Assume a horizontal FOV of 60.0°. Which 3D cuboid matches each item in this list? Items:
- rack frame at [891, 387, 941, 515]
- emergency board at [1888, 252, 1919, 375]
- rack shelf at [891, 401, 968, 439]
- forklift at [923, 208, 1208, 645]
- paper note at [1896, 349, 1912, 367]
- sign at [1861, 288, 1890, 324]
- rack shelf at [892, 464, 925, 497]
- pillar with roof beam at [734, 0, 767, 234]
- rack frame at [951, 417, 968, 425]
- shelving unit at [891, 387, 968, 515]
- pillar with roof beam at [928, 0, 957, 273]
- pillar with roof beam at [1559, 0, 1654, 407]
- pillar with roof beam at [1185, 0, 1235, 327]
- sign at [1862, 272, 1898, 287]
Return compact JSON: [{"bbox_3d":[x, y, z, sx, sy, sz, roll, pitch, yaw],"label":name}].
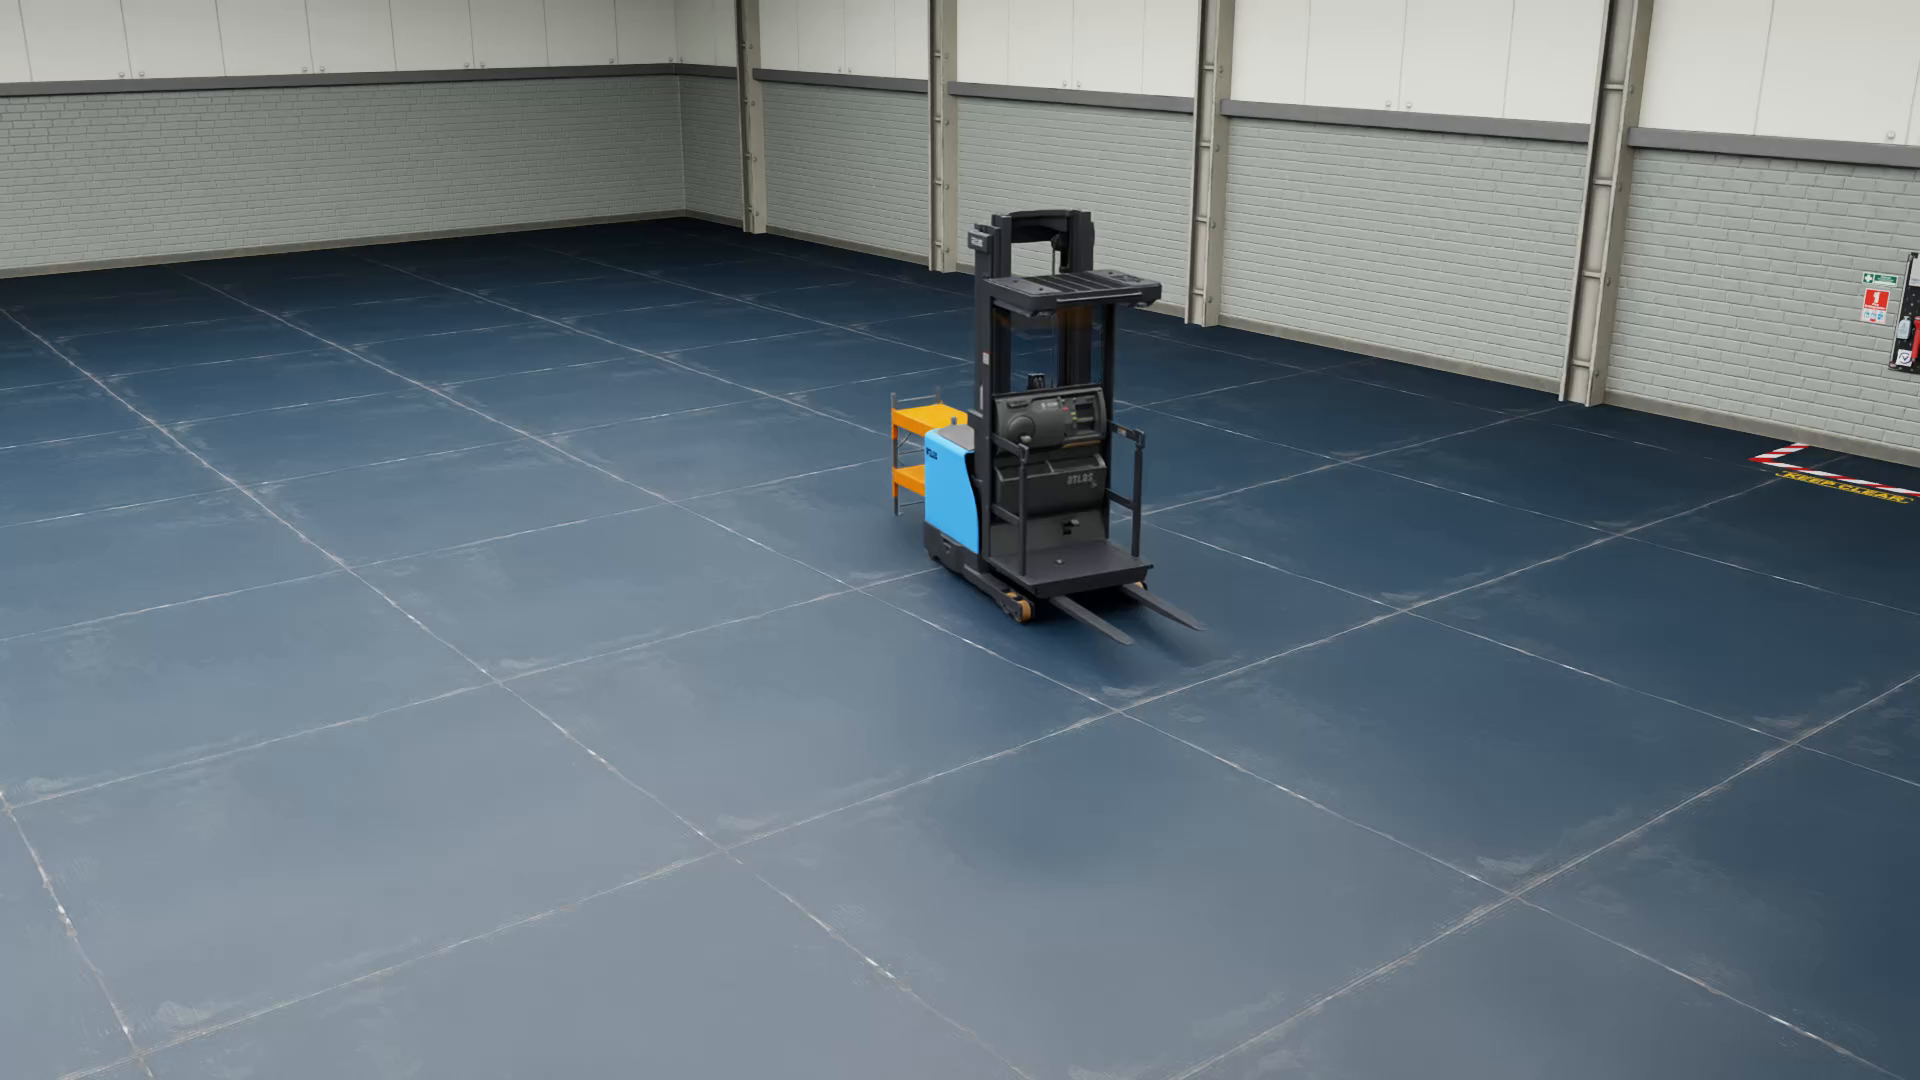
[{"bbox_3d":[-0.392,-0.801,14.991,0.500,1.125,0.032,-11,21,-30],"label":"rack frame"},{"bbox_3d":[9.388,-2.159,16.112,0.194,1.169,0.643,-14,23,-36],"label":"emergency board"},{"bbox_3d":[-0.125,-0.943,14.489,0.538,0.278,1.000,-11,21,-30],"label":"rack shelf"},{"bbox_3d":[0.792,-0.931,12.512,1.130,2.935,3.031,-9,20,-25],"label":"forklift"},{"bbox_3d":[9.332,-1.798,16.423,0.016,0.148,0.142,-14,23,-36],"label":"paper note"},{"bbox_3d":[9.125,-2.333,16.579,0.001,0.329,0.234,-14,23,-36],"label":"sign"},{"bbox_3d":[-0.125,-0.433,14.658,0.538,0.278,1.000,-11,21,-30],"label":"rack shelf"},{"bbox_3d":[-7.384,-9.465,28.630,9.100,9.000,0.400,-14,23,-36],"label":"pillar with roof beam"},{"bbox_3d":[0.142,-0.529,14.170,0.500,1.125,0.032,-11,21,-30],"label":"rack frame"},{"bbox_3d":[-0.125,-0.665,14.581,0.538,1.125,1.048,-11,21,-30],"label":"shelving unit"},{"bbox_3d":[-3.659,-7.986,24.165,9.100,9.000,0.400,-14,23,-36],"label":"pillar with roof beam"},{"bbox_3d":[3.792,-5.029,15.235,9.100,9.000,0.400,-14,23,-36],"label":"pillar with roof beam"},{"bbox_3d":[0.067,-6.508,19.700,9.100,9.000,0.400,-14,23,-36],"label":"pillar with roof beam"},{"bbox_3d":[9.121,-2.582,16.487,0.001,0.109,0.331,-14,23,-36],"label":"sign"}]
